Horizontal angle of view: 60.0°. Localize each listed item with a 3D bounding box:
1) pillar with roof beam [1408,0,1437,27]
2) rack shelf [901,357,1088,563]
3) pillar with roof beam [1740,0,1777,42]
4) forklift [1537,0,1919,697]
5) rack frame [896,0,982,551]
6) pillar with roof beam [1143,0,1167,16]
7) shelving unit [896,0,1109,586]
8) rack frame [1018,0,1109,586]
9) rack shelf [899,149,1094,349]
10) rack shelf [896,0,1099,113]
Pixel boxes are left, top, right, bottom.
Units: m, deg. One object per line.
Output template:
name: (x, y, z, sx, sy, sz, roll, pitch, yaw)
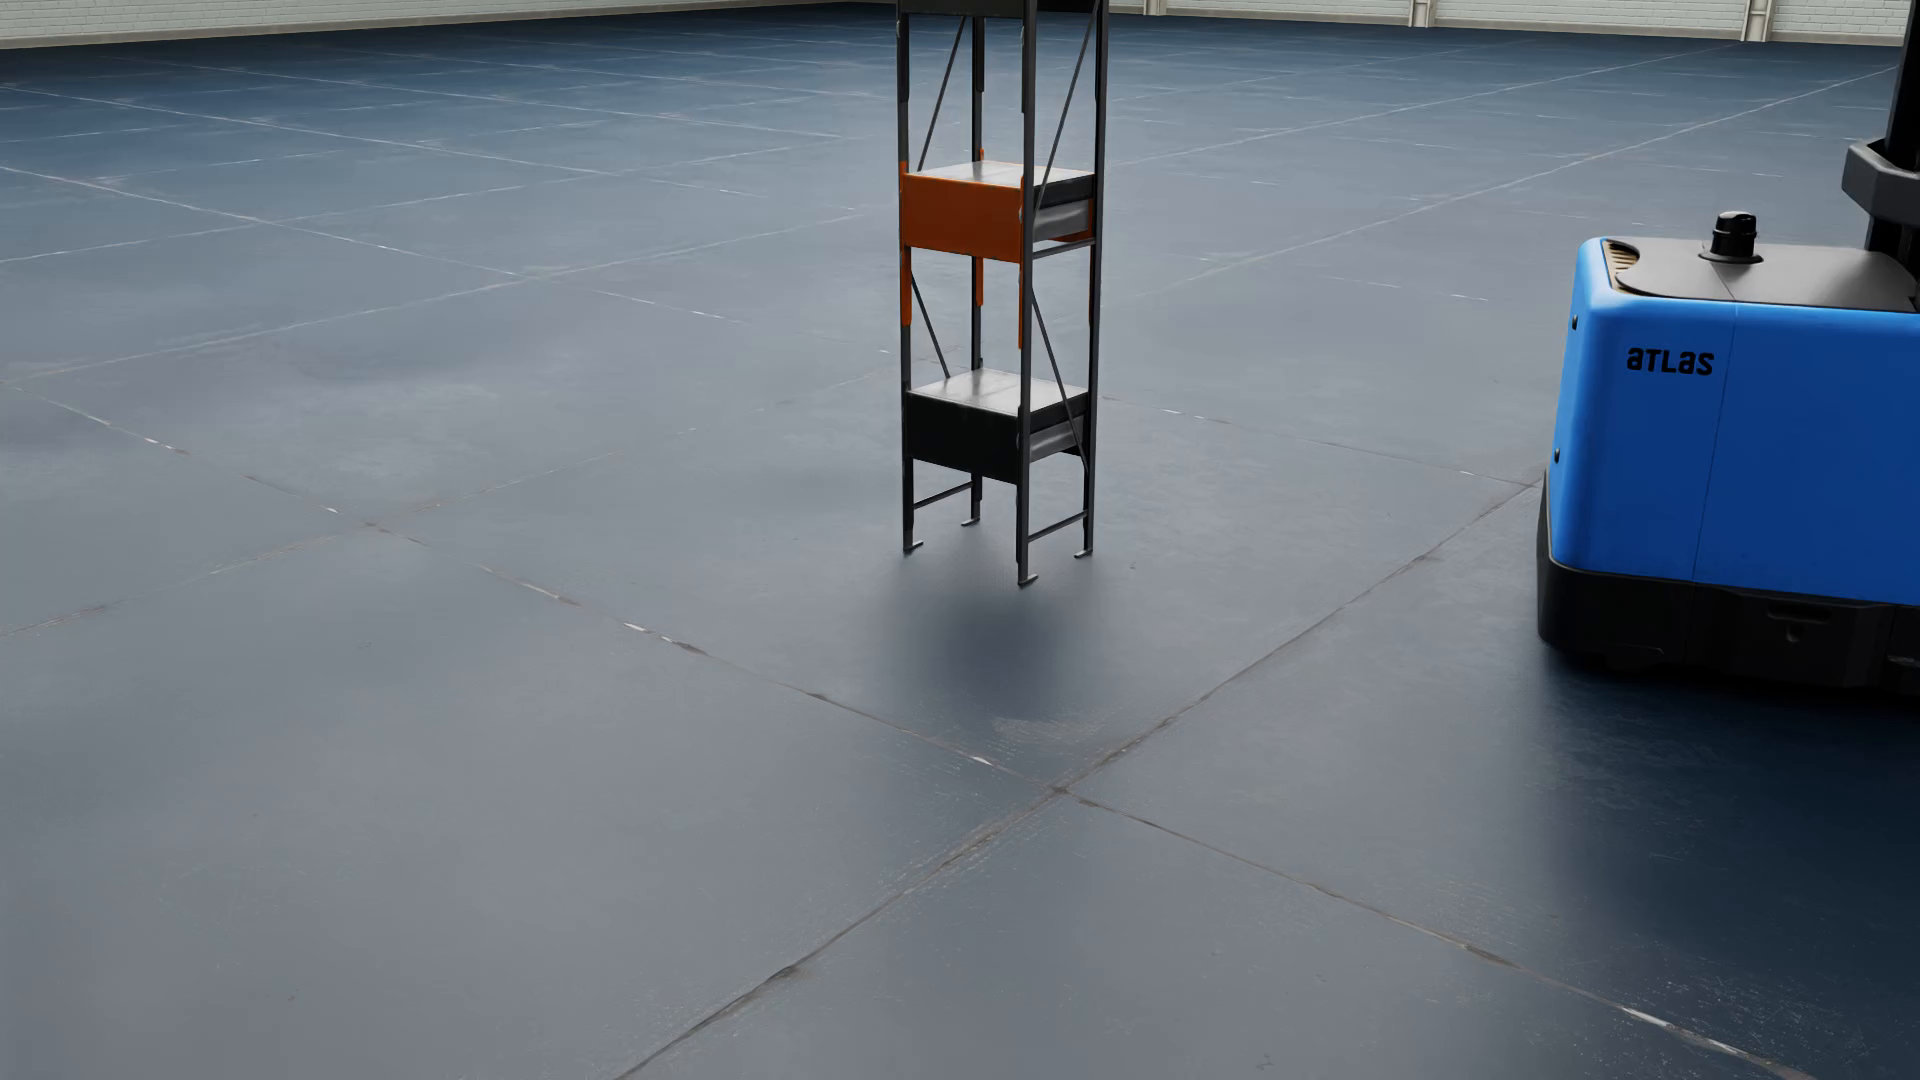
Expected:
pillar with roof beam: (6.053, -12.799, 26.910, 0.400, 9.000, 9.100, 16, 26, 36)
rack shelf: (0.128, -0.278, 5.507, 0.480, 0.518, 0.431, 16, 26, 36)
pillar with roof beam: (10.701, -11.460, 23.360, 0.400, 9.000, 9.100, 16, 26, 36)
forklift: (3.242, -1.013, 4.258, 3.031, 2.935, 1.130, 6, 22, 17)
rack frame: (-0.061, -1.000, 5.400, 0.015, 2.100, 0.400, 16, 26, 36)
pillar with roof beam: (1.404, -14.137, 30.460, 0.400, 9.000, 9.100, 16, 26, 36)
shelving unit: (0.128, -0.946, 5.256, 0.503, 2.100, 0.431, 16, 26, 36)
rack frame: (0.317, -0.891, 5.111, 0.015, 2.100, 0.400, 16, 26, 36)
rack shelf: (0.128, -0.933, 5.260, 0.480, 0.518, 0.431, 16, 26, 36)
rack shelf: (0.128, -1.588, 5.013, 0.480, 0.518, 0.431, 16, 26, 36)
